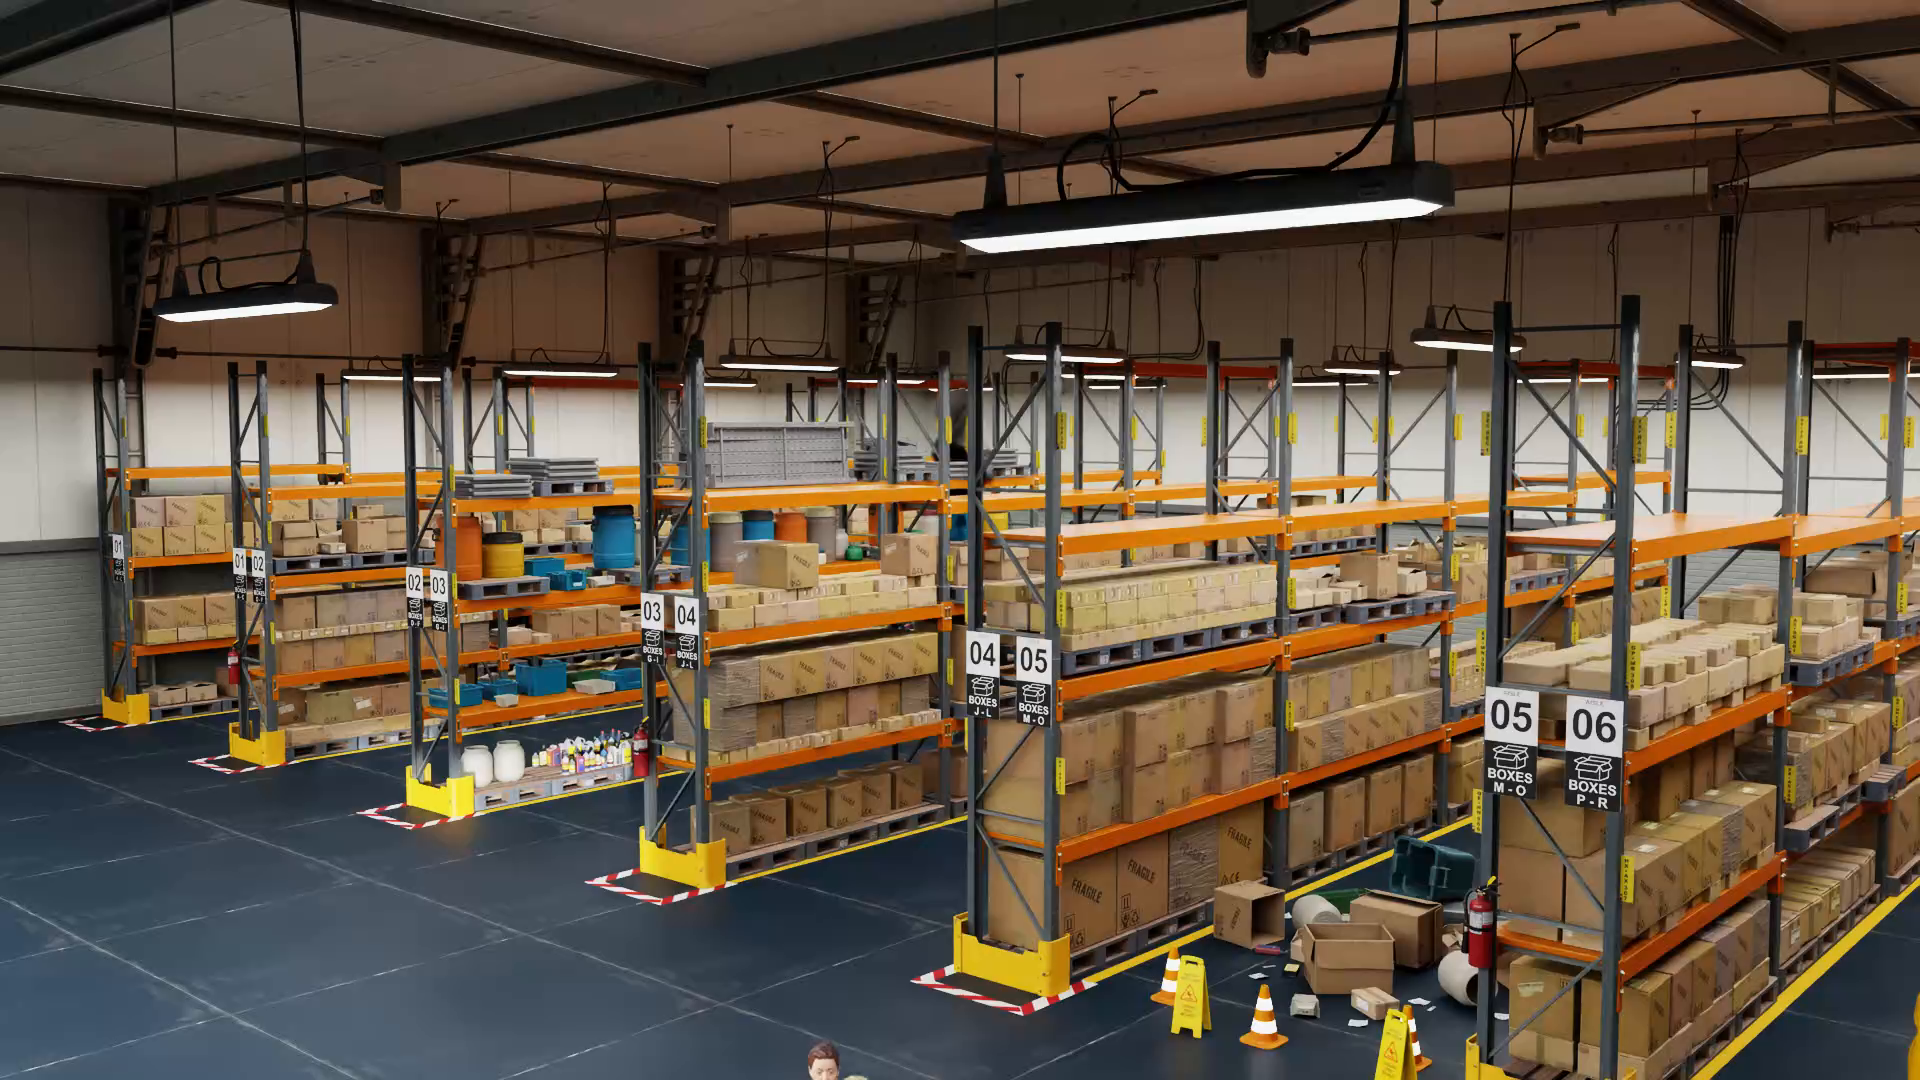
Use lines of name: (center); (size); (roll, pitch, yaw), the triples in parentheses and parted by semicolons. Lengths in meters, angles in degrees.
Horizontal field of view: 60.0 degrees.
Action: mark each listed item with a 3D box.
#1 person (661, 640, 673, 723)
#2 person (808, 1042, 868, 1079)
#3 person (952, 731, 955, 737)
person: (-4.749, 2.388, 26.972); (0.555, 1.615, 0.789); (4, 6, 44)
person: (-0.766, 3.652, 9.502); (0.605, 1.694, 0.956); (0, 4, -4)
person: (0.055, 2.335, 26.719); (0.604, 1.699, 0.914); (3, 5, 32)
